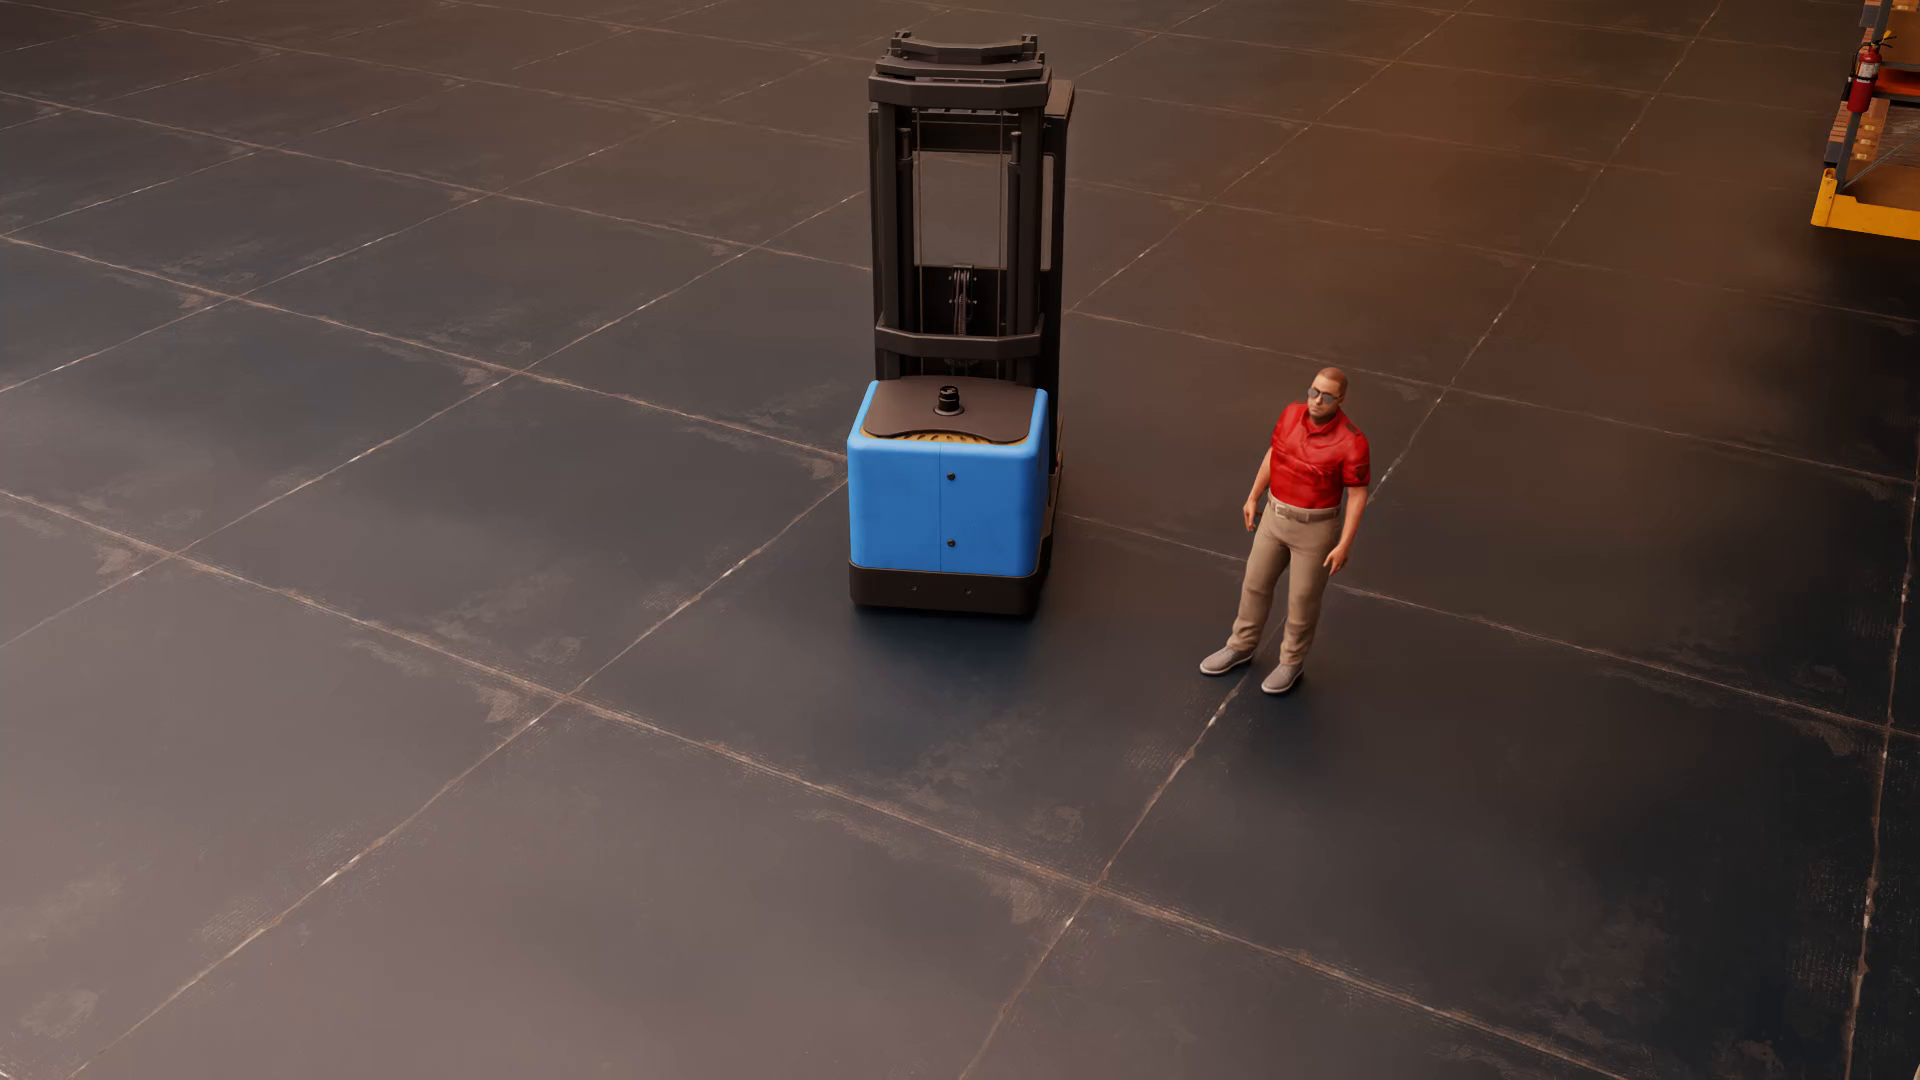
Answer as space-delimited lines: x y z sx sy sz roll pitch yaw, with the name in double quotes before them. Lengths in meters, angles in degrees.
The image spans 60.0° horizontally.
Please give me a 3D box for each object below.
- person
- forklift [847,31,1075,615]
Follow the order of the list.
"person" 1.651 -0.035 8.324 0.533 1.730 0.640 -25 38 -37
"forklift" 0.072 -1.572 9.794 1.130 2.935 3.031 3 30 6
